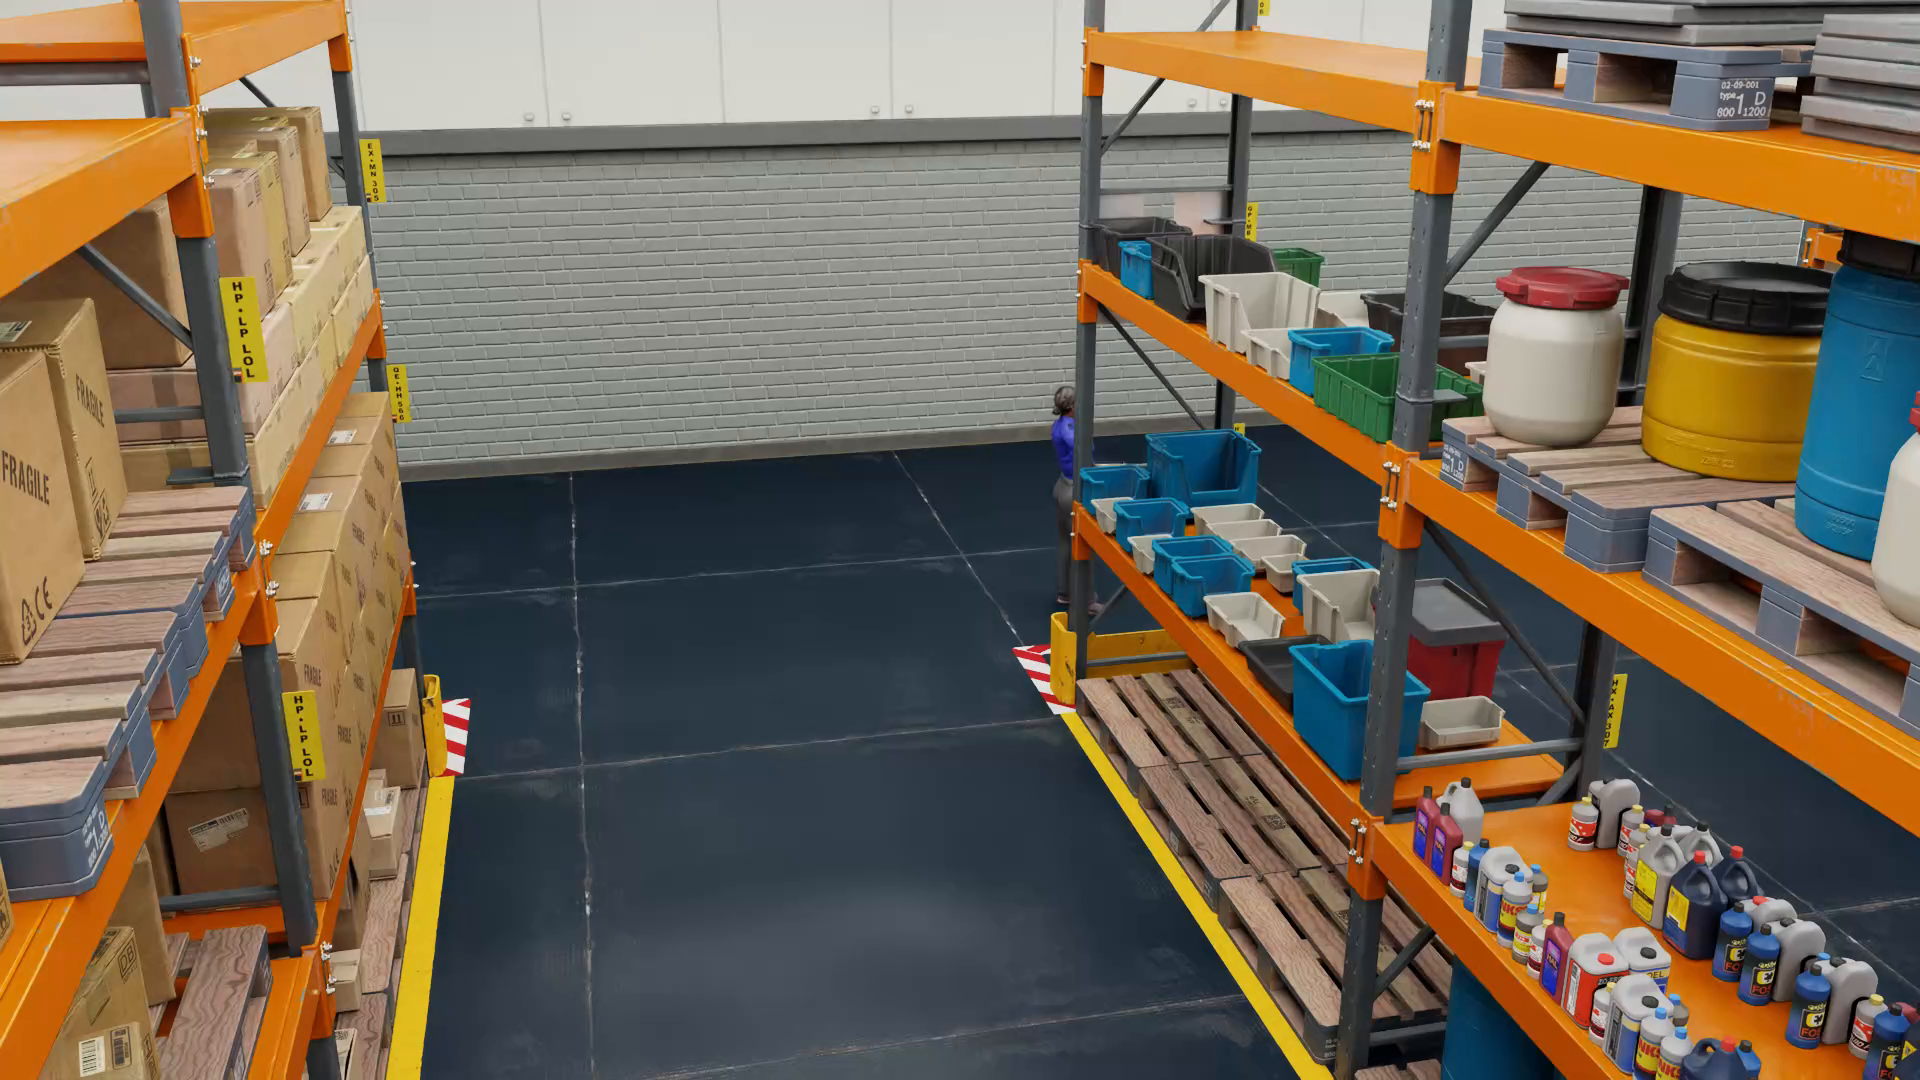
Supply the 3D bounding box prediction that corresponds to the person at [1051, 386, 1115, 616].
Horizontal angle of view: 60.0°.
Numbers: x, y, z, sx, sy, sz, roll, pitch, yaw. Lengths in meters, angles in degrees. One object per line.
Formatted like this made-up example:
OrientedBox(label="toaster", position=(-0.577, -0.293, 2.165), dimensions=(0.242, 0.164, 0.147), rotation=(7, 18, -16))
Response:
OrientedBox(label="person", position=(0.883, -0.298, 11.907), dimensions=(0.488, 1.658, 0.488), rotation=(-5, 20, -13))
